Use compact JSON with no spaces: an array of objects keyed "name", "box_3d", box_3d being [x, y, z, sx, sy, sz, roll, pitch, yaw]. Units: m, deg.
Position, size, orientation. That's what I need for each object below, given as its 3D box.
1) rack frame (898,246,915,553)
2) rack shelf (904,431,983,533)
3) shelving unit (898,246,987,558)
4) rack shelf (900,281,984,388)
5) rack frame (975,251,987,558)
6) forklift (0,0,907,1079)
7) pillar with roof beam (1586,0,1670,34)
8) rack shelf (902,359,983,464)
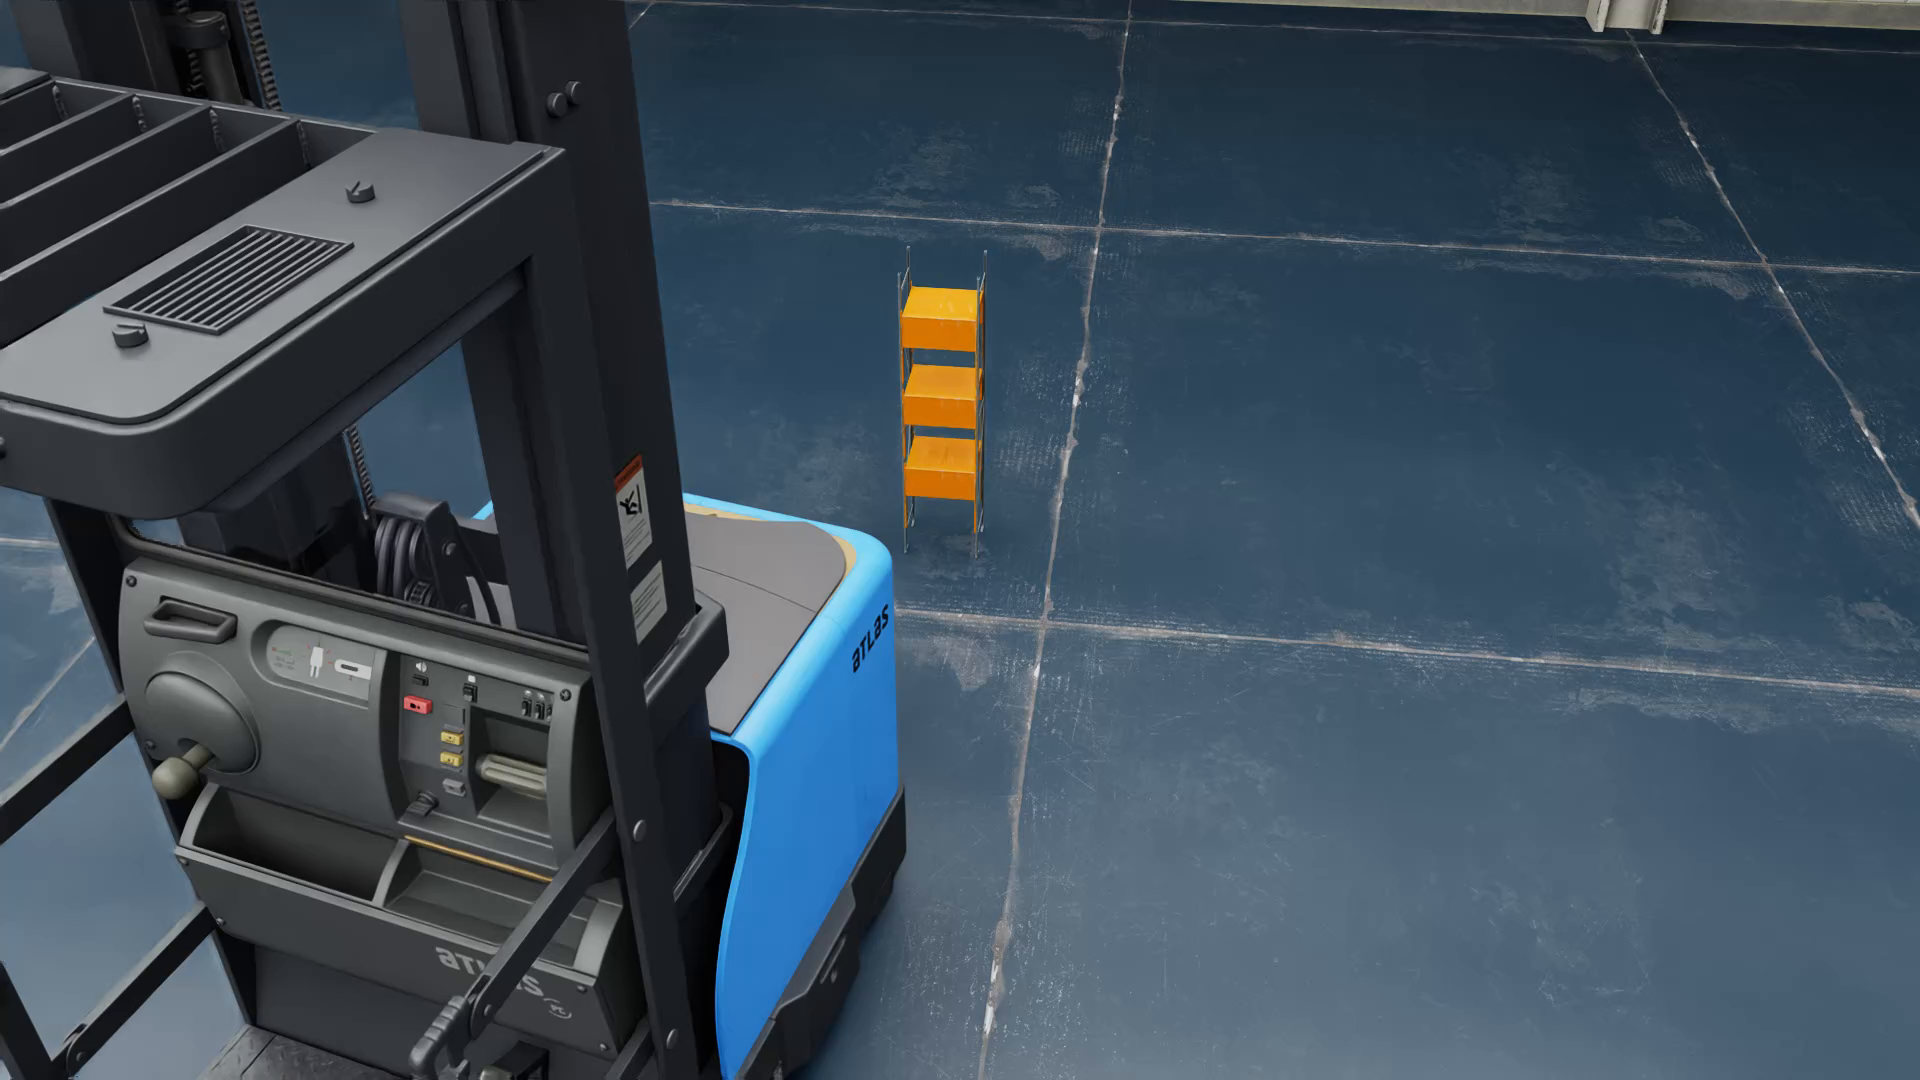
[{"name":"rack frame","box_3d":[-0.174,-0.440,5.463,0.008,1.050,0.200,4,36,6]},{"name":"rack shelf","box_3d":[-0.053,-0.196,5.618,0.240,0.259,0.215,4,36,6]},{"name":"shelving unit","box_3d":[-0.053,-0.431,5.451,0.252,1.050,0.215,4,36,6]},{"name":"rack shelf","box_3d":[-0.053,-0.654,5.292,0.240,0.259,0.215,4,36,6]},{"name":"rack frame","box_3d":[0.068,-0.422,5.438,0.008,1.050,0.200,4,36,6]},{"name":"forklift","box_3d":[-1.132,0.377,2.698,1.130,2.935,3.031,12,37,16]},{"name":"pillar with roof beam","box_3d":[3.503,-4.334,4.077,0.400,9.000,9.100,4,36,6]},{"name":"rack shelf","box_3d":[-0.053,-0.423,5.457,0.240,0.259,0.215,4,36,6]}]
